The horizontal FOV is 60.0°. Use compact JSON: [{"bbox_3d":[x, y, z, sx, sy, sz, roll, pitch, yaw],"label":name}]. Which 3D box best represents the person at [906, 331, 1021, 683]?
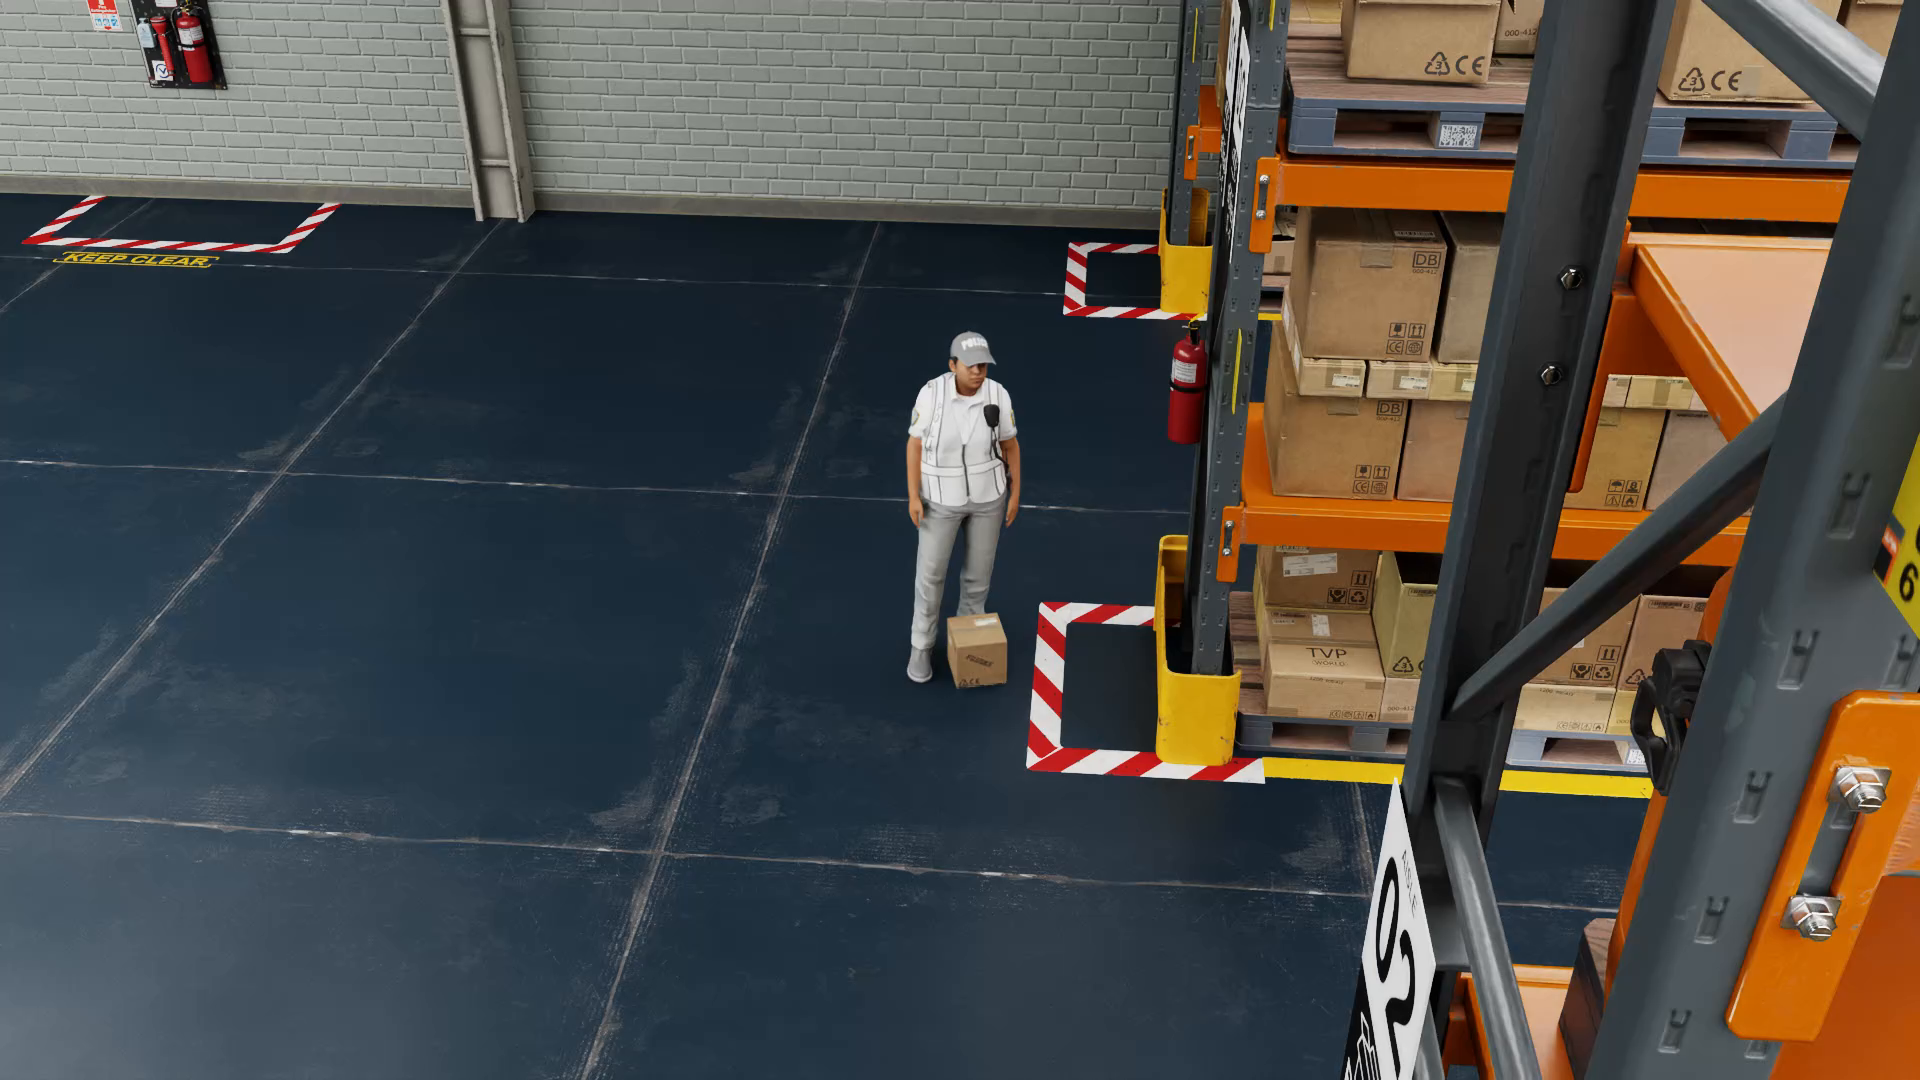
[{"bbox_3d":[0.009,-0.163,7.873,0.593,1.669,0.529,-5,32,-7],"label":"person"}]
